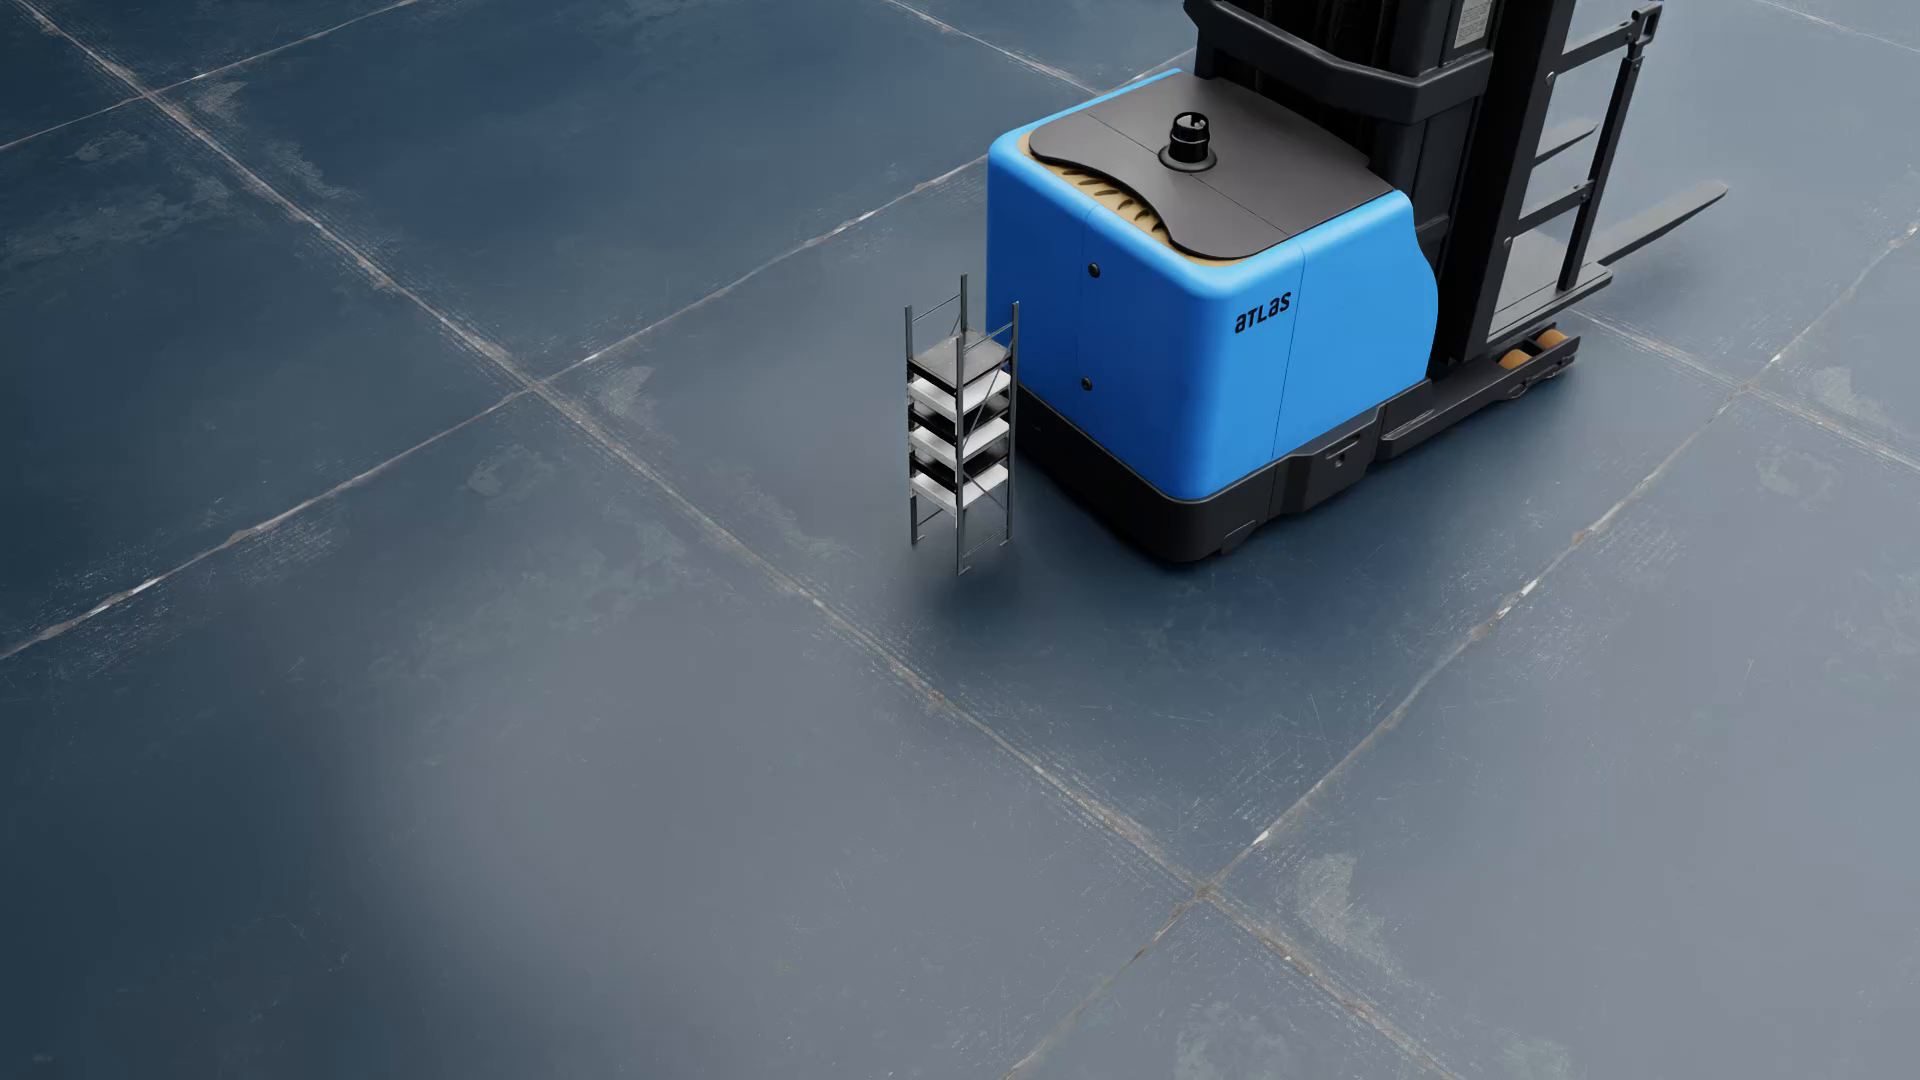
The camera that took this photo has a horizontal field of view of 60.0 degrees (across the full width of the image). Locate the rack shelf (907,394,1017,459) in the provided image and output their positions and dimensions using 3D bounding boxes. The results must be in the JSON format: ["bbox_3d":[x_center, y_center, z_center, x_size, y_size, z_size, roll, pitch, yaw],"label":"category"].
[{"bbox_3d":[0.006,-0.368,4.902,0.258,0.077,0.200,-34,53,-31],"label":"rack shelf"}]

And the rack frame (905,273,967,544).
[{"bbox_3d":[-0.066,-0.375,4.993,0.240,0.900,0.006,-34,53,-31],"label":"rack frame"}]

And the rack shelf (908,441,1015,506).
[{"bbox_3d":[0.006,-0.236,5.024,0.258,0.077,0.200,-34,53,-31],"label":"rack shelf"}]

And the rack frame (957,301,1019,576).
[{"bbox_3d":[0.078,-0.278,4.888,0.240,0.900,0.006,-34,53,-31],"label":"rack frame"}]

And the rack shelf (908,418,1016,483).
[{"bbox_3d":[0.006,-0.302,4.963,0.258,0.077,0.200,-34,53,-31],"label":"rack shelf"}]

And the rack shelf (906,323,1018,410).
[{"bbox_3d":[0.006,-0.500,4.780,0.258,0.077,0.200,-34,53,-31],"label":"rack shelf"}]

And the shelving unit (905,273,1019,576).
[{"bbox_3d":[0.006,-0.327,4.940,0.258,0.900,0.210,-34,53,-31],"label":"shelving unit"}]

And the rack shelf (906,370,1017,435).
[{"bbox_3d":[0.006,-0.434,4.841,0.258,0.077,0.200,-34,53,-31],"label":"rack shelf"}]

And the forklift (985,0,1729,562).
[{"bbox_3d":[1.549,-1.830,5.071,3.031,2.935,1.130,-27,49,-26],"label":"forklift"}]

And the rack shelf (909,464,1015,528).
[{"bbox_3d":[0.006,-0.170,5.085,0.258,0.077,0.200,-34,53,-31],"label":"rack shelf"}]
